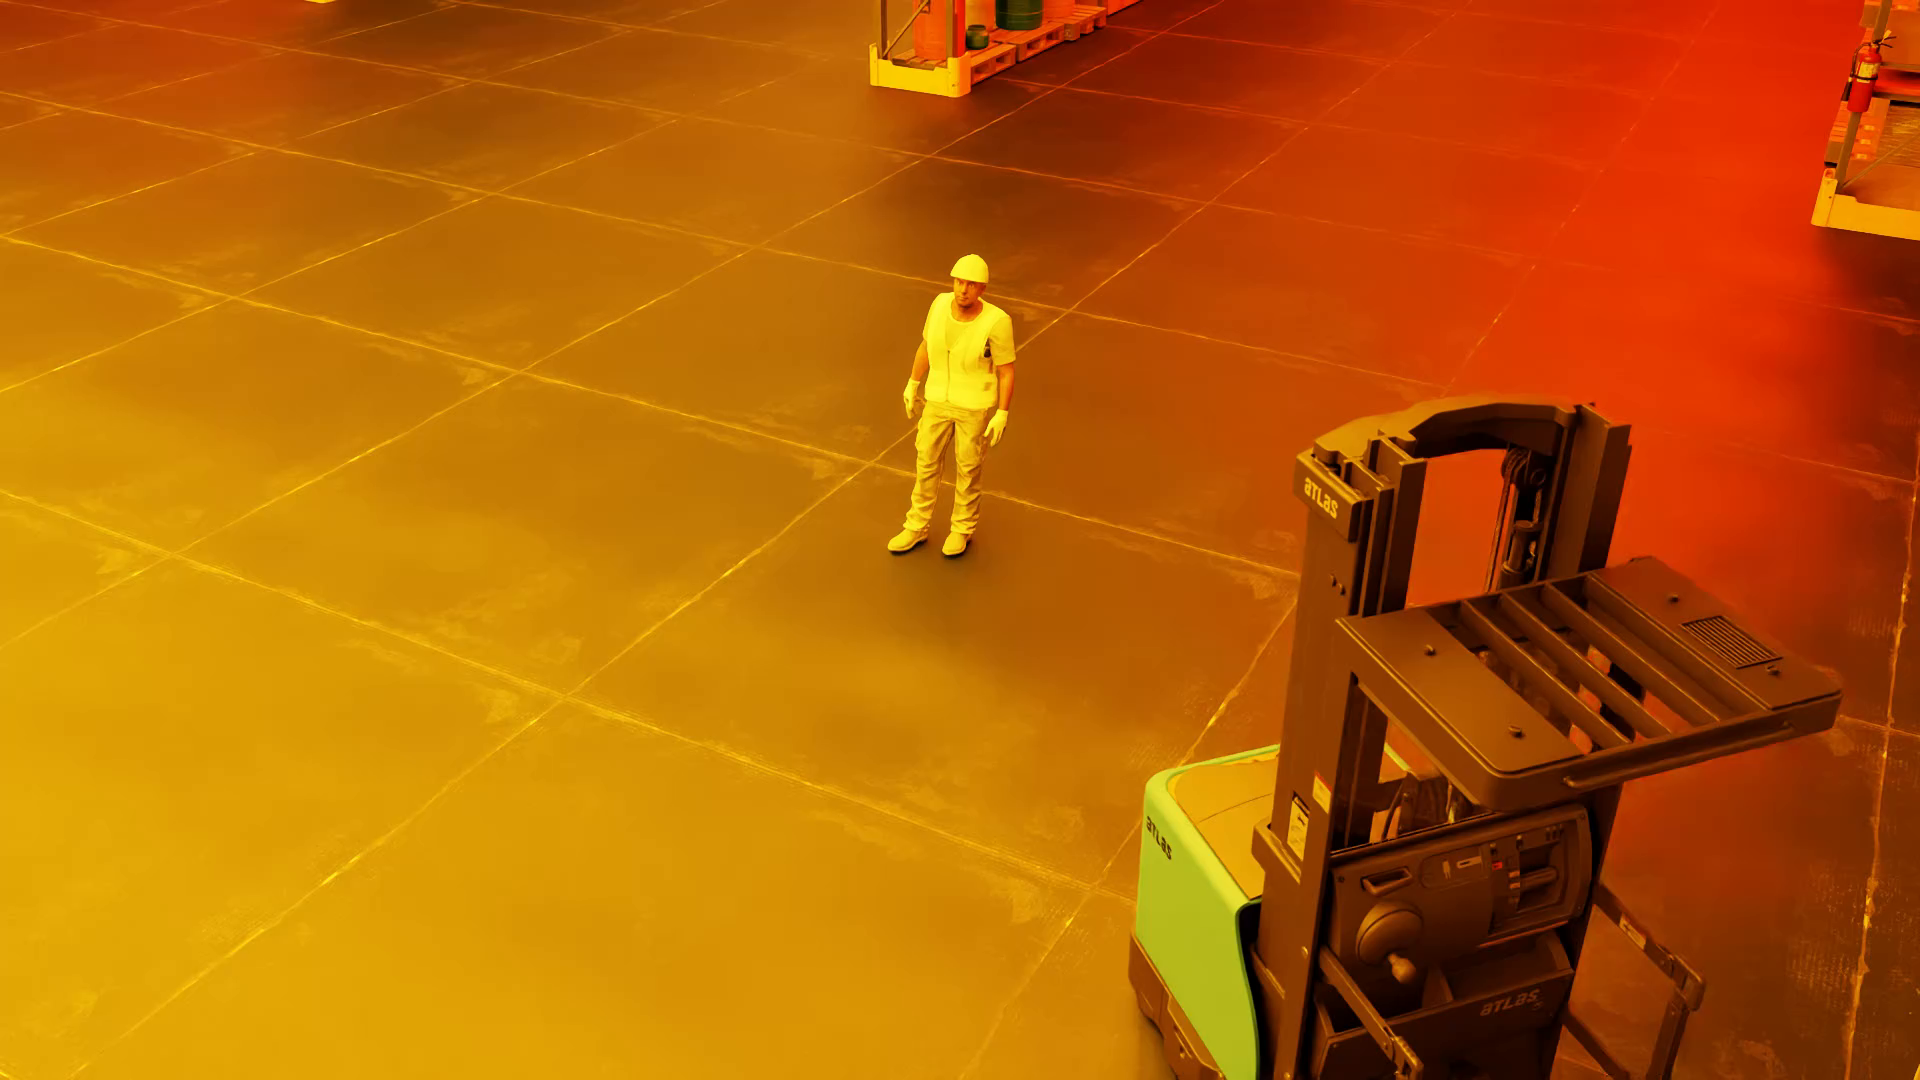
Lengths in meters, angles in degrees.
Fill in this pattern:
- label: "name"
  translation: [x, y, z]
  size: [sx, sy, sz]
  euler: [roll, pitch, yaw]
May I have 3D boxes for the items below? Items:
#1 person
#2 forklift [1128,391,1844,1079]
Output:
- label: "person"
  translation: [-0.043, -0.750, 9.503]
  size: [0.656, 1.782, 0.577]
  euler: [15, 33, 25]
- label: "forklift"
  translation: [1.659, 1.162, 5.058]
  size: [1.130, 2.935, 3.031]
  euler: [-10, 32, -17]
